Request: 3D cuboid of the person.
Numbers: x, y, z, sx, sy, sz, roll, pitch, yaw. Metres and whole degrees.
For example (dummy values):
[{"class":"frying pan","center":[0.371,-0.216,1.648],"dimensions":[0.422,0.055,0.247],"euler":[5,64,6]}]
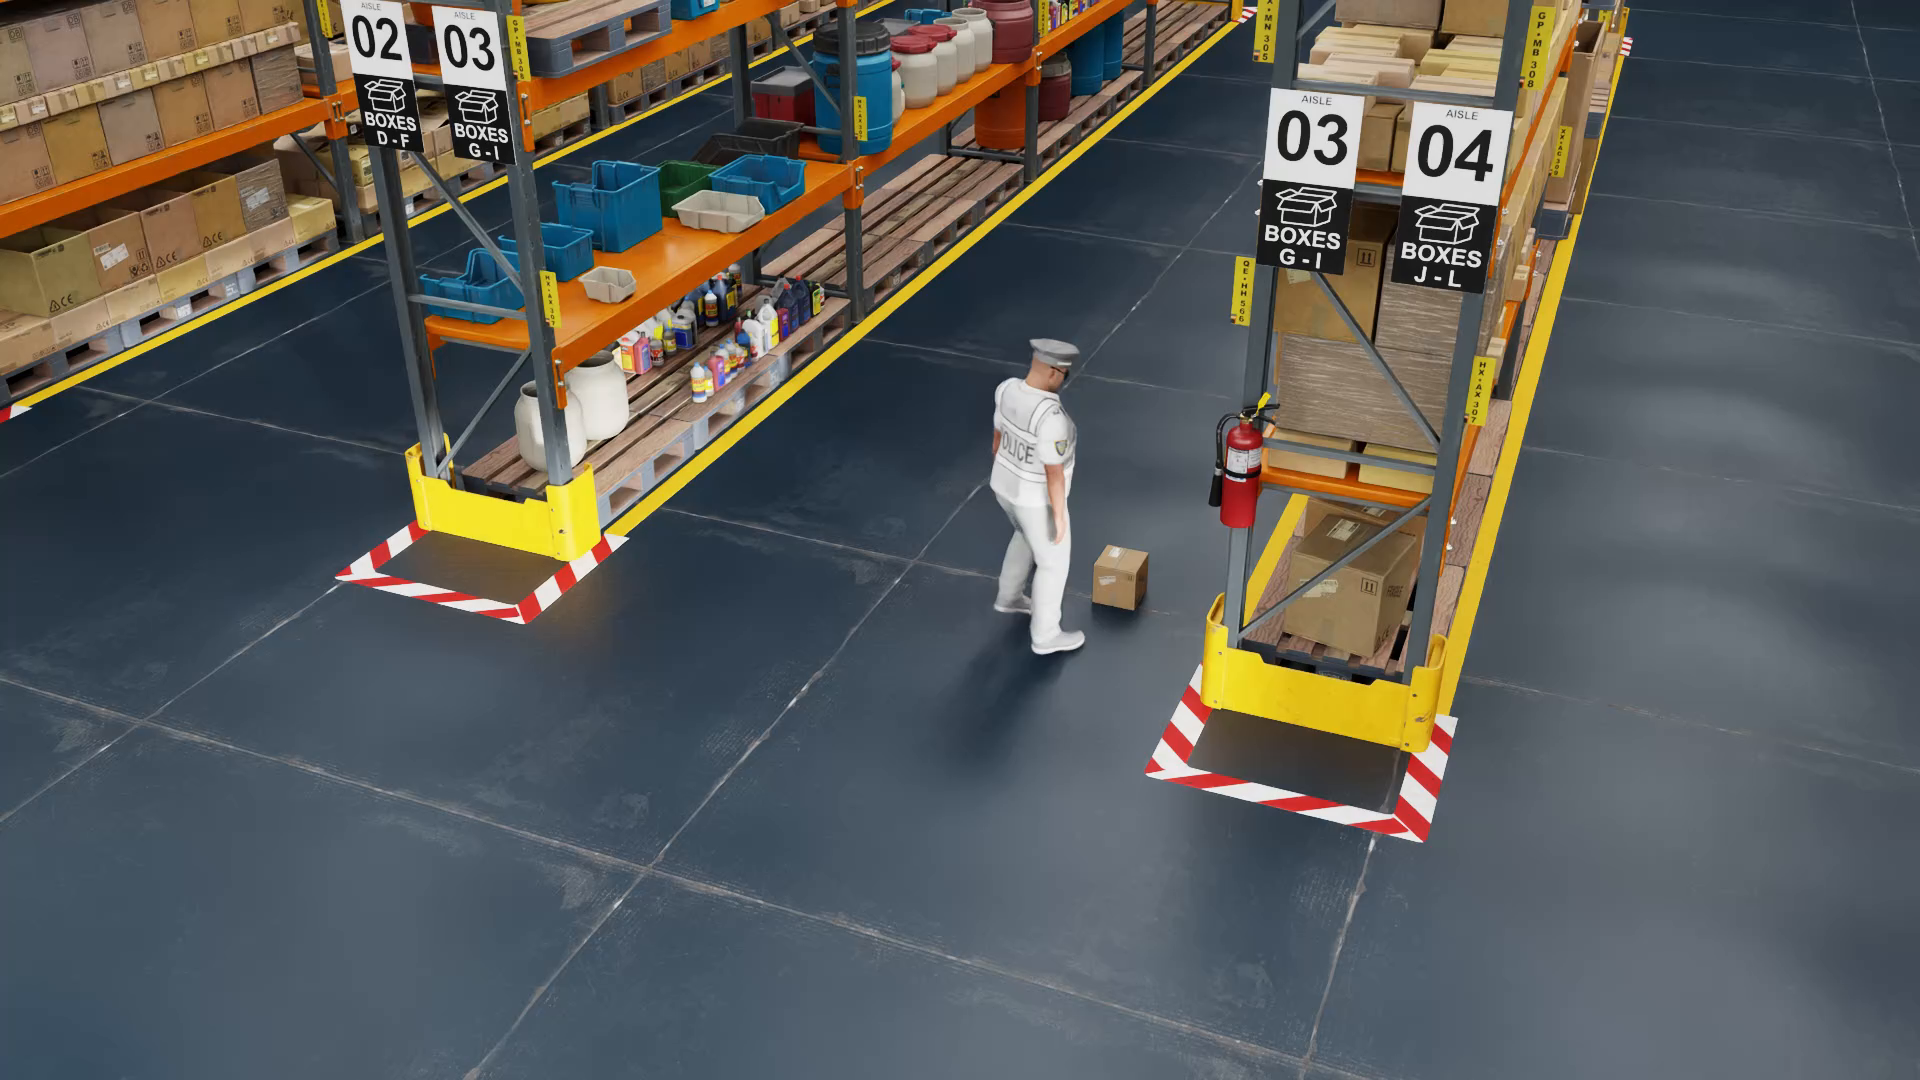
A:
[{"class":"person","center":[0.402,-0.243,8.790],"dimensions":[0.425,1.742,0.606],"euler":[-18,34,-29]}]
